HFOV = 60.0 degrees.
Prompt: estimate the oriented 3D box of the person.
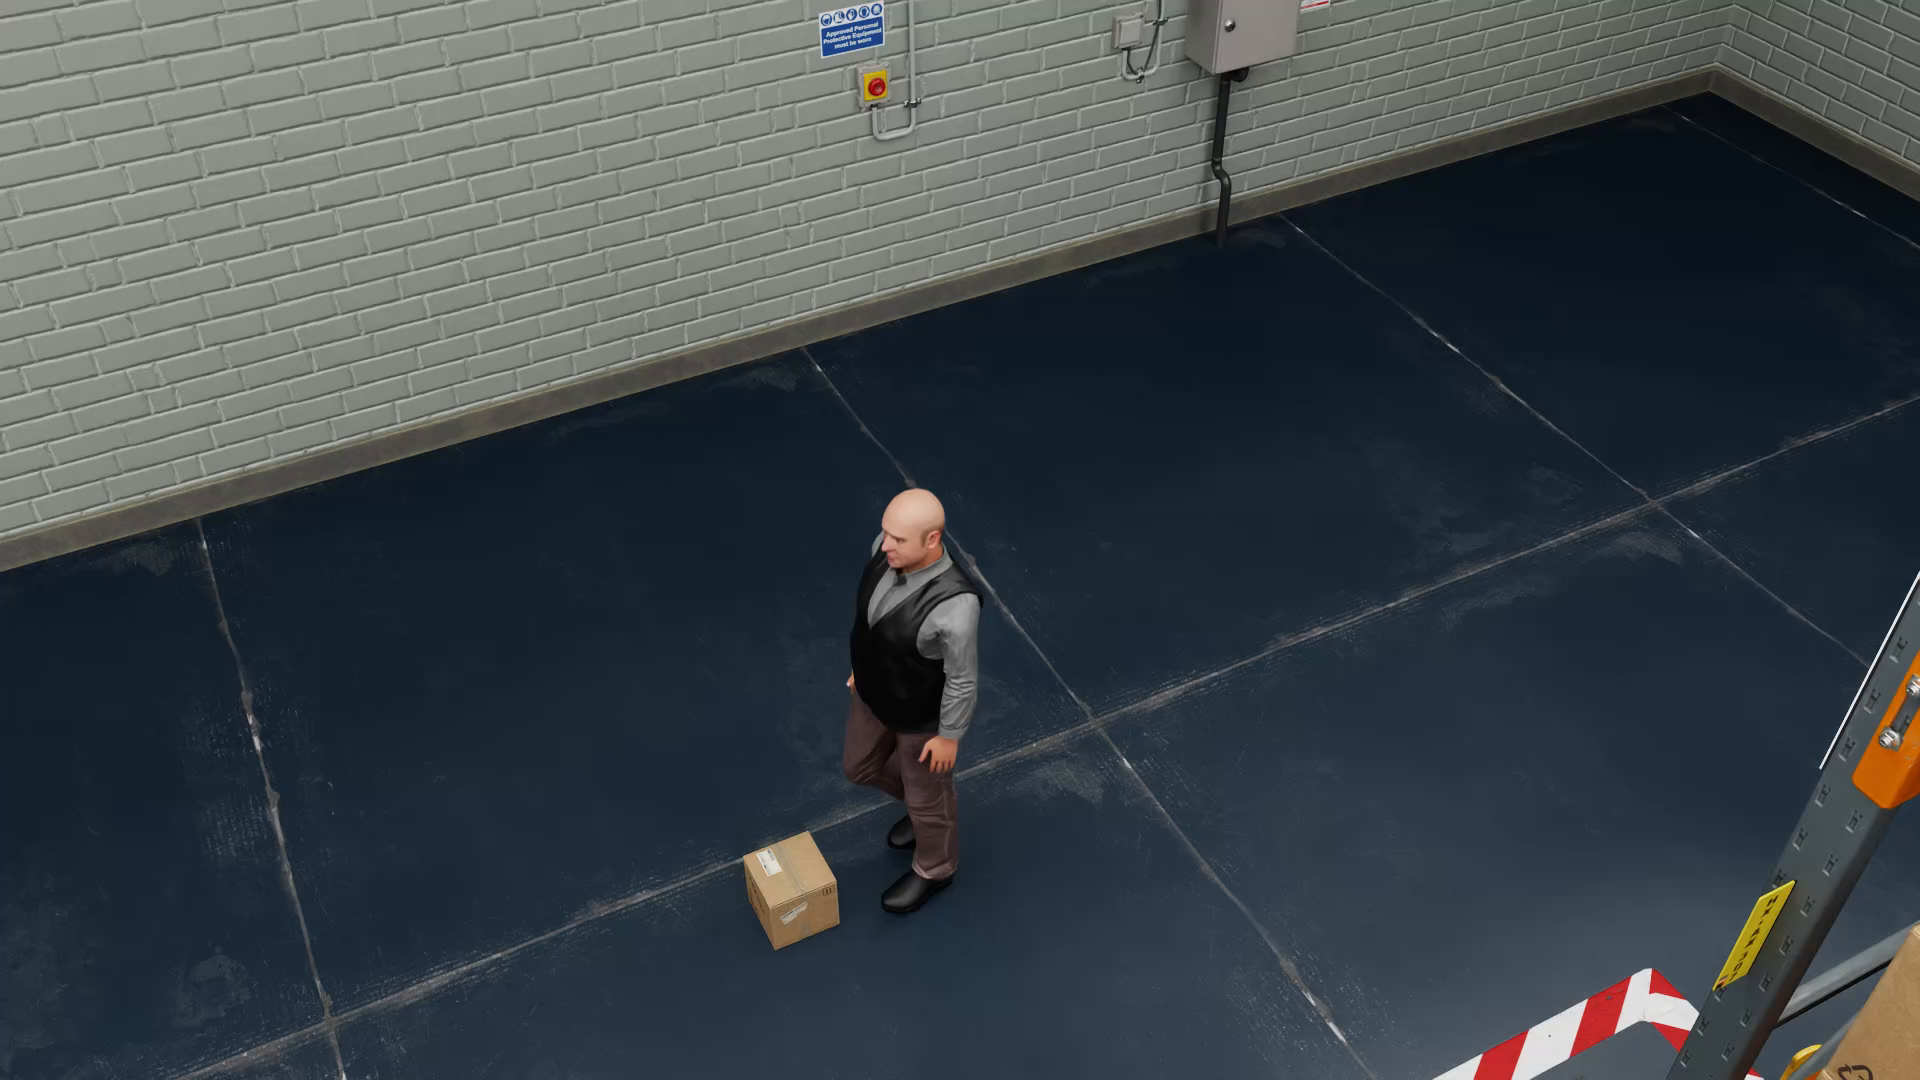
[{"bbox_3d":[-0.157,0.534,5.543,0.439,1.728,0.554,-23,46,-24],"label":"person"}]
